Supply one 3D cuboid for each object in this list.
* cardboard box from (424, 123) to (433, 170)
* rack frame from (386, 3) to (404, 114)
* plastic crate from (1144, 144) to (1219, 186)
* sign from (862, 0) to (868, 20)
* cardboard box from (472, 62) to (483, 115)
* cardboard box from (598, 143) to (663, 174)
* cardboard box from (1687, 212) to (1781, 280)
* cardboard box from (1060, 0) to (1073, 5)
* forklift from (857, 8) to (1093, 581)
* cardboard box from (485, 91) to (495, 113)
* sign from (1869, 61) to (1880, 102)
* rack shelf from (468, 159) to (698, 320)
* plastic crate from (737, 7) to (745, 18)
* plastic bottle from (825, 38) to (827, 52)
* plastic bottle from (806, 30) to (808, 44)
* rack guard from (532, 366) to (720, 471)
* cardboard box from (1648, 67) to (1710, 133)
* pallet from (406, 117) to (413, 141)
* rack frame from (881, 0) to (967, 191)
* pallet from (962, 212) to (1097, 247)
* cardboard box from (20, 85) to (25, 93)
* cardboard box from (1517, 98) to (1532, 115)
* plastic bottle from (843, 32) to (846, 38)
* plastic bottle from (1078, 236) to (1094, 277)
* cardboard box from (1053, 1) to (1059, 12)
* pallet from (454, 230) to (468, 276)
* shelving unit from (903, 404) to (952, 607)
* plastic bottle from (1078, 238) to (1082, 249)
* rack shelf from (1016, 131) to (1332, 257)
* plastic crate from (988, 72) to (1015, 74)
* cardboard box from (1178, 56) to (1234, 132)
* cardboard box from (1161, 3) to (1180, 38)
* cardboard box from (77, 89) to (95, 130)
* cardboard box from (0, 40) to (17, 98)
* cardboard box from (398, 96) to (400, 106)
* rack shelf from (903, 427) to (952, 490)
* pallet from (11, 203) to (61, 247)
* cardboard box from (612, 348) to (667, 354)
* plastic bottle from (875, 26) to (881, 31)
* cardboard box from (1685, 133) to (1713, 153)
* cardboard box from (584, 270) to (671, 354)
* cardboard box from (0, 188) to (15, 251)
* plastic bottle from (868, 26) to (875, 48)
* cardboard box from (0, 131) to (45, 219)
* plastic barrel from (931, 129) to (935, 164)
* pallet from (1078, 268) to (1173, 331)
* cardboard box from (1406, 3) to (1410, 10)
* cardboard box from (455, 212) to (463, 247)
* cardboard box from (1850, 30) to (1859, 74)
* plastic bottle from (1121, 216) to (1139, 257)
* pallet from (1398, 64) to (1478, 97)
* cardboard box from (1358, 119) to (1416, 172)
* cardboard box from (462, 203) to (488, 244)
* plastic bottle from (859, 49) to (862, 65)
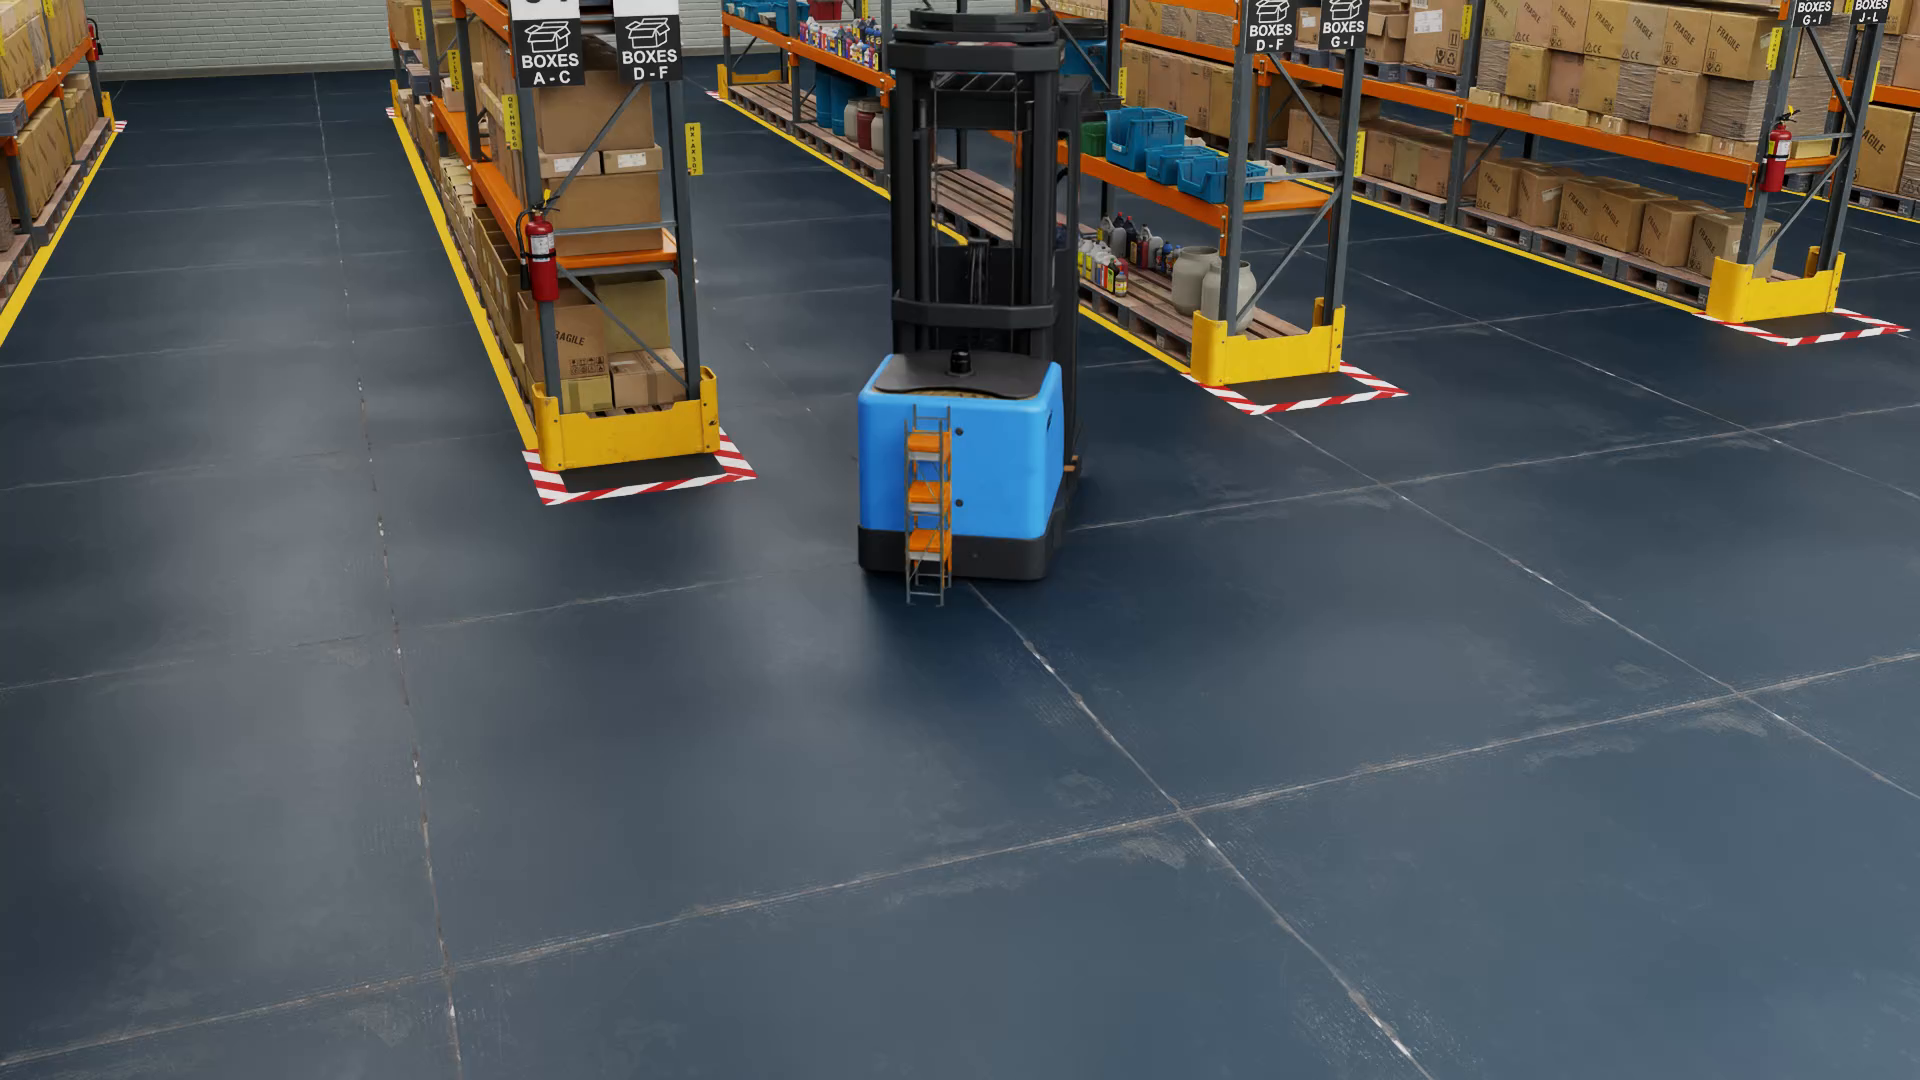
[{"bbox_3d":[-5.963,-4.615,19.490,0.500,0.500,0.500,-9,25,-21],"label":"cardboard box"},{"bbox_3d":[-7.866,-7.786,24.360,1.000,3.000,0.127,-8,24,-19],"label":"rack frame"},{"bbox_3d":[1.741,-2.960,13.101,0.499,0.251,0.408,-8,24,-19],"label":"plastic crate"},{"bbox_3d":[-1.302,-7.213,22.645,0.100,0.325,0.005,-8,24,-19],"label":"sign"},{"bbox_3d":[-4.431,-4.318,16.003,0.500,0.500,0.500,-10,25,-22],"label":"cardboard box"},{"bbox_3d":[-2.150,-2.489,10.830,0.380,0.149,0.250,-9,24,-19],"label":"cardboard box"},{"bbox_3d":[6.851,-2.601,14.736,0.500,0.500,0.500,-4,23,-9],"label":"cardboard box"},{"bbox_3d":[1.874,-8.440,25.723,0.500,0.250,0.500,-9,24,-20],"label":"cardboard box"},{"bbox_3d":[0.182,-1.670,9.939,1.130,2.935,3.031,4,23,9],"label":"forklift"},{"bbox_3d":[-3.531,-3.462,13.137,0.380,0.149,0.250,-9,24,-20],"label":"cardboard box"},{"bbox_3d":[7.563,-3.803,13.797,0.100,0.325,0.005,-8,24,-19],"label":"sign"},{"bbox_3d":[-2.920,-2.367,12.431,1.077,0.370,4.000,-8,24,-19],"label":"rack shelf"},{"bbox_3d":[-3.175,-7.861,24.801,0.250,0.136,0.298,-8,24,-19],"label":"plastic crate"},{"bbox_3d":[-1.668,-6.316,21.130,0.097,0.201,0.097,0,23,0],"label":"plastic bottle"},{"bbox_3d":[-1.982,-6.639,21.896,0.097,0.201,0.097,0,23,0],"label":"plastic bottle"},{"bbox_3d":[-2.205,-0.812,11.032,1.175,0.500,0.348,-8,24,-19],"label":"rack guard"},{"bbox_3d":[6.598,-3.882,14.587,0.875,0.500,0.500,-8,24,-19],"label":"cardboard box"},{"bbox_3d":[-7.129,-5.741,23.100,1.003,0.211,1.213,-8,24,-19],"label":"pallet"},{"bbox_3d":[-0.404,-5.557,19.073,1.000,3.000,0.127,-8,24,-19],"label":"rack frame"},{"bbox_3d":[0.695,-3.099,16.831,1.003,0.211,1.213,-8,24,-19],"label":"pallet"},{"bbox_3d":[-10.124,-4.799,17.571,0.380,0.149,0.250,-8,24,-19],"label":"cardboard box"},{"bbox_3d":[5.725,-4.279,16.364,0.380,0.149,0.250,-8,24,-19],"label":"cardboard box"},{"bbox_3d":[-1.405,-6.131,20.585,0.061,0.283,0.133,-8,24,-19],"label":"plastic bottle"},{"bbox_3d":[1.123,-2.513,14.694,0.144,0.351,0.185,-9,24,-19],"label":"plastic bottle"},{"bbox_3d":[1.677,-8.387,26.110,0.380,0.149,0.250,-9,24,-20],"label":"cardboard box"},{"bbox_3d":[-4.358,-2.847,16.233,1.003,0.211,1.213,-8,24,-19],"label":"pallet"},{"bbox_3d":[-0.168,-0.177,8.818,0.215,1.050,0.252,4,23,9],"label":"shelving unit"},{"bbox_3d":[1.060,-2.582,14.961,0.097,0.271,0.097,0,23,0],"label":"plastic bottle"},{"bbox_3d":[1.716,-3.046,14.040,1.077,0.370,4.000,-8,24,-19],"label":"rack shelf"},{"bbox_3d":[0.552,-4.267,15.930,0.402,0.464,0.583,-8,24,-19],"label":"plastic crate"},{"bbox_3d":[3.698,-6.030,22.389,1.225,0.875,0.875,-8,24,-19],"label":"cardboard box"},{"bbox_3d":[3.100,-7.170,22.772,0.500,0.500,0.500,-9,24,-20],"label":"cardboard box"},{"bbox_3d":[-11.981,-5.724,22.146,0.700,0.500,0.500,-8,24,-19],"label":"cardboard box"},{"bbox_3d":[-9.605,-4.602,16.269,0.500,0.500,0.500,-8,24,-17],"label":"cardboard box"},{"bbox_3d":[-7.951,-6.393,24.137,0.380,0.166,0.250,-8,24,-19],"label":"cardboard box"},{"bbox_3d":[-0.168,-0.429,8.712,0.215,0.259,0.240,4,23,9],"label":"rack shelf"},{"bbox_3d":[-9.880,-3.210,17.094,1.003,0.211,1.213,-8,24,-19],"label":"pallet"},{"bbox_3d":[-2.375,-1.305,11.984,0.500,0.250,0.500,-8,24,-19],"label":"cardboard box"},{"bbox_3d":[-1.021,-6.490,21.445,0.152,0.276,0.135,-8,24,-19],"label":"plastic bottle"},{"bbox_3d":[6.538,-3.464,14.431,0.380,0.149,0.250,-8,24,-19],"label":"cardboard box"},{"bbox_3d":[-2.373,-1.651,11.839,0.500,0.500,0.500,-8,24,-19],"label":"cardboard box"},{"bbox_3d":[-9.369,-2.994,15.644,0.700,0.500,0.500,-8,24,-18],"label":"cardboard box"},{"bbox_3d":[-1.131,-6.464,21.389,0.097,0.271,0.097,0,23,0],"label":"plastic bottle"},{"bbox_3d":[-9.809,-3.686,16.861,0.750,0.750,0.750,-9,24,-20],"label":"cardboard box"},{"bbox_3d":[-0.593,-4.926,19.829,0.600,0.830,0.708,-8,24,-19],"label":"plastic barrel"},{"bbox_3d":[1.642,-2.125,14.520,1.003,0.211,1.213,-8,24,-19],"label":"pallet"},{"bbox_3d":[7.172,-8.290,25.880,0.380,0.149,0.250,-9,24,-20],"label":"cardboard box"},{"bbox_3d":[-4.581,-3.018,16.048,0.500,0.250,0.500,-8,24,-18],"label":"cardboard box"},{"bbox_3d":[10.384,-5.701,19.286,0.500,0.500,0.500,-8,24,-18],"label":"cardboard box"},{"bbox_3d":[1.574,-2.822,15.427,0.144,0.351,0.185,-10,25,-22],"label":"plastic bottle"},{"bbox_3d":[5.509,-4.993,17.981,1.003,0.211,1.213,-8,24,-19],"label":"pallet"},{"bbox_3d":[4.900,-4.642,19.554,0.700,0.500,0.500,-6,24,-15],"label":"cardboard box"},{"bbox_3d":[-4.227,-2.906,15.061,0.500,0.311,0.500,-8,24,-18],"label":"cardboard box"},{"bbox_3d":[-1.154,-5.789,19.878,0.097,0.201,0.097,0,23,0],"label":"plastic bottle"}]
